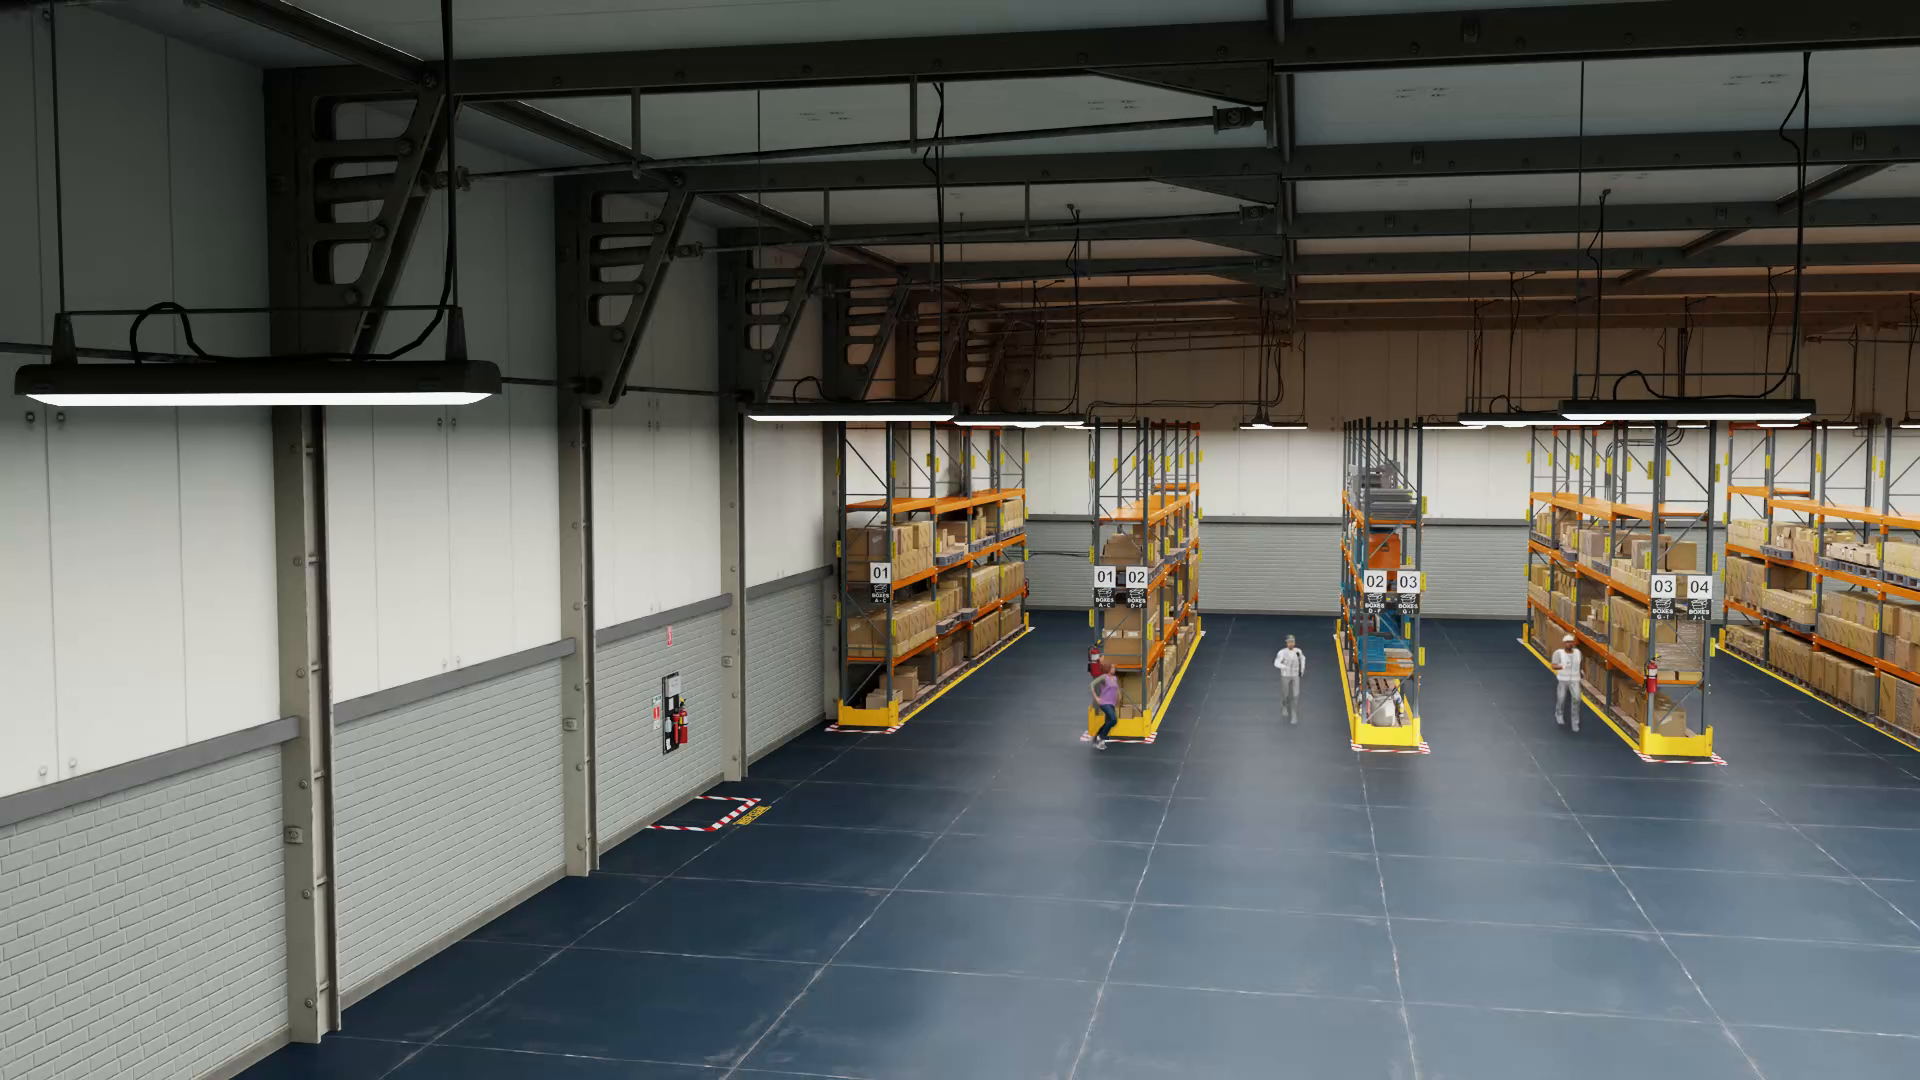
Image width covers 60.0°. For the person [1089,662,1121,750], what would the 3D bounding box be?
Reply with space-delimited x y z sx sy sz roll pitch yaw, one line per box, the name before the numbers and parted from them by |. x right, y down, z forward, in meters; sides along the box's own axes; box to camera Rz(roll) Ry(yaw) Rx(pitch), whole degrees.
person | 2.680 2.988 30.034 0.544 1.557 0.553 3 5 37

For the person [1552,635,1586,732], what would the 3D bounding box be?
person | 11.730 2.746 32.061 0.664 1.843 0.798 0 4 8

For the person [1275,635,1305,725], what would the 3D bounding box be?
person | 6.542 2.730 32.949 0.627 1.728 0.856 0 4 3
